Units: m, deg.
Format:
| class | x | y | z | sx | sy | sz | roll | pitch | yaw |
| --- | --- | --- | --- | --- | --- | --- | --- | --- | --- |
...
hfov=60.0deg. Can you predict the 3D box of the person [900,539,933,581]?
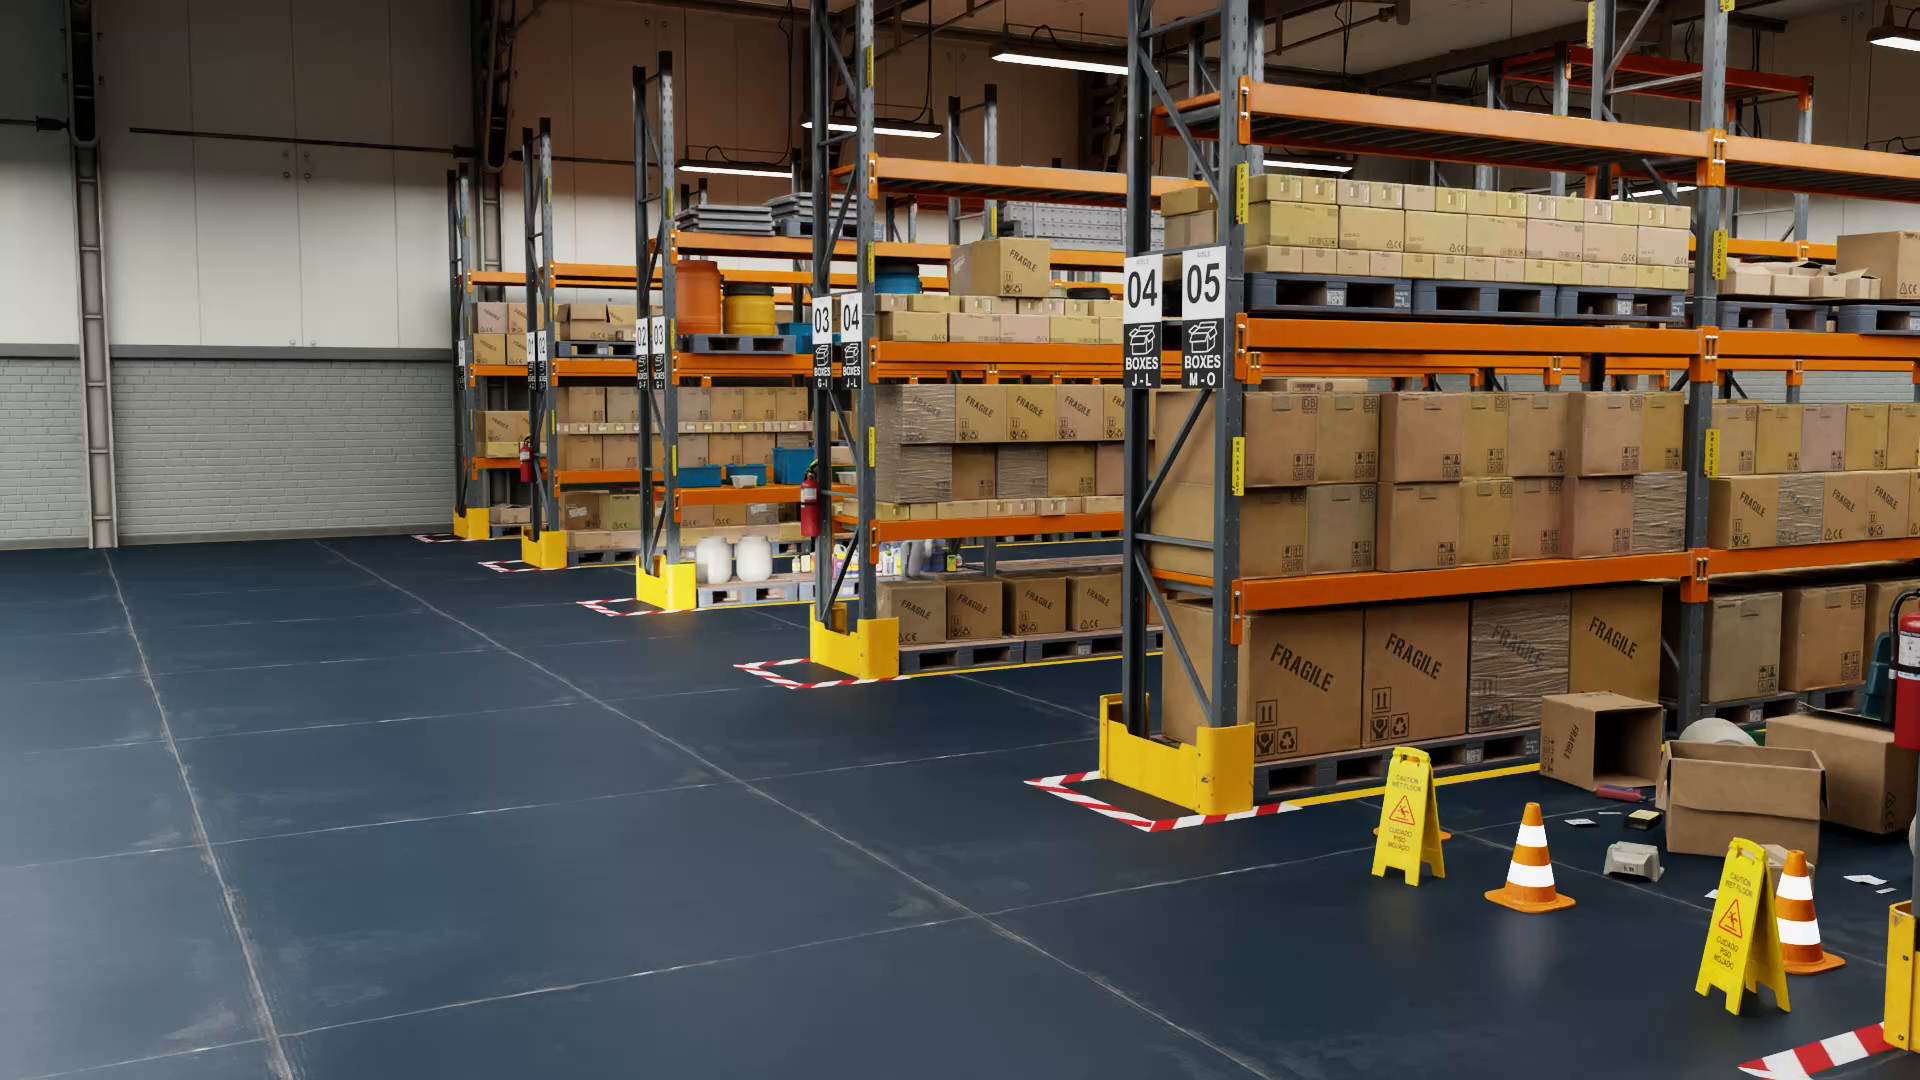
| class | x | y | z | sx | sy | sz | roll | pitch | yaw |
| --- | --- | --- | --- | --- | --- | --- | --- | --- | --- |
| person | -0.444 | -0.015 | 17.455 | 0.535 | 1.683 | 0.506 | -5 | 7 | -43 |
